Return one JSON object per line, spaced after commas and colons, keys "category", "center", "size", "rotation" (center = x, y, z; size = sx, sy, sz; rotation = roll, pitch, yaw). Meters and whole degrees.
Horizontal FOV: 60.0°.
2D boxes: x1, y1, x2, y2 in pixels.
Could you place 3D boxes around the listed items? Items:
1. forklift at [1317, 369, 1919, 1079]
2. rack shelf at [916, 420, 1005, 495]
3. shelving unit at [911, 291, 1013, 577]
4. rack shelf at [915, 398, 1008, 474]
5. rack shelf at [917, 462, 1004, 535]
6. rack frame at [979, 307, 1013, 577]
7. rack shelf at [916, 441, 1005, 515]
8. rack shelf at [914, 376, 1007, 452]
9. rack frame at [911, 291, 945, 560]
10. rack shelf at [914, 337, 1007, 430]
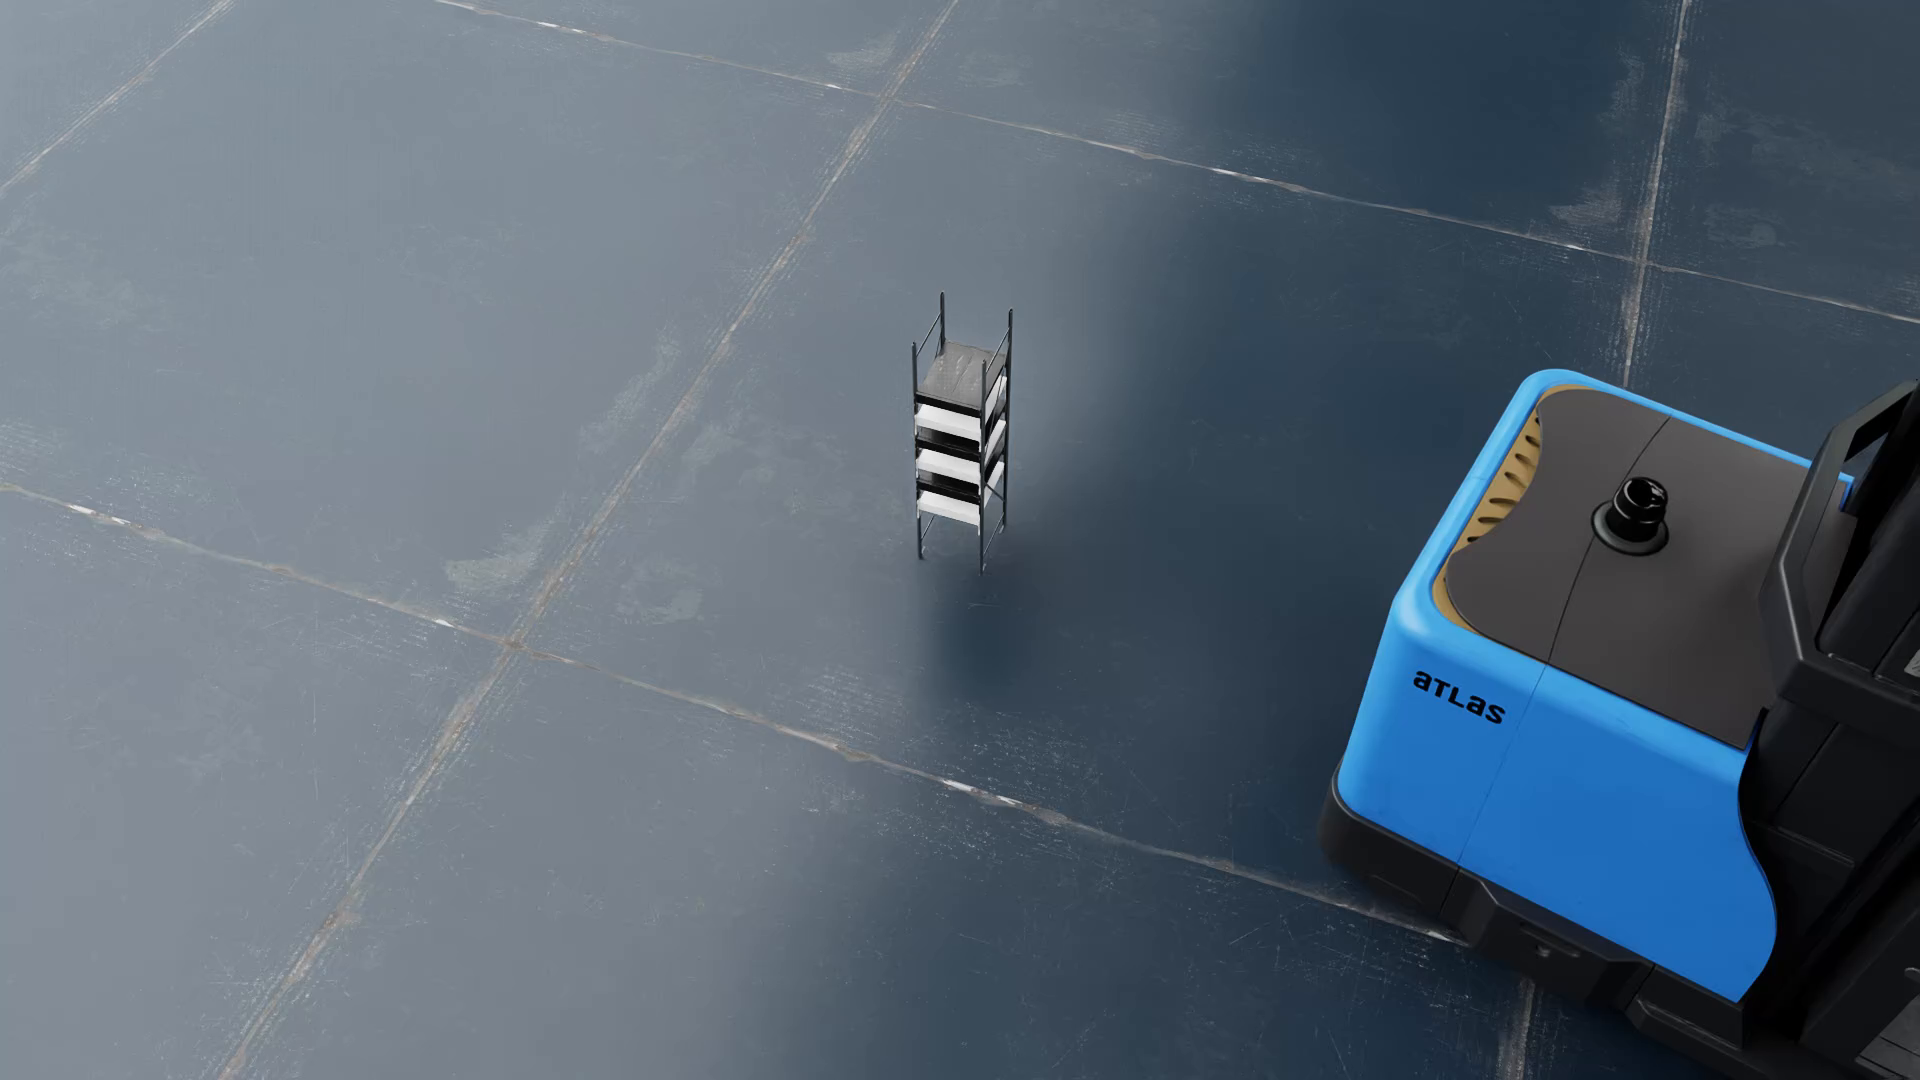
{"category": "forklift", "center": [2.477, 0.187, 3.148], "size": [3.031, 2.935, 1.130], "rotation": [26, 54, 20]}
{"category": "rack shelf", "center": [0.008, -0.271, 4.933], "size": [0.200, 0.077, 0.258], "rotation": [16, 51, 13]}
{"category": "shelving unit", "center": [0.008, -0.293, 4.908], "size": [0.210, 0.900, 0.258], "rotation": [16, 51, 13]}
{"category": "rack shelf", "center": [0.008, -0.330, 4.865], "size": [0.200, 0.077, 0.258], "rotation": [16, 51, 13]}
{"category": "rack shelf", "center": [0.008, -0.153, 5.069], "size": [0.200, 0.077, 0.258], "rotation": [16, 51, 13]}
{"category": "rack frame", "center": [0.103, -0.266, 4.885], "size": [0.006, 0.900, 0.240], "rotation": [16, 51, 13]}
{"category": "rack shelf", "center": [0.008, -0.212, 5.001], "size": [0.200, 0.077, 0.258], "rotation": [16, 51, 13]}
{"category": "rack shelf", "center": [0.008, -0.389, 4.797], "size": [0.200, 0.077, 0.258], "rotation": [16, 51, 13]}
{"category": "rack frame", "center": [-0.088, -0.319, 4.931], "size": [0.006, 0.900, 0.240], "rotation": [16, 51, 13]}
{"category": "rack shelf", "center": [0.008, -0.448, 4.729], "size": [0.200, 0.077, 0.258], "rotation": [16, 51, 13]}
